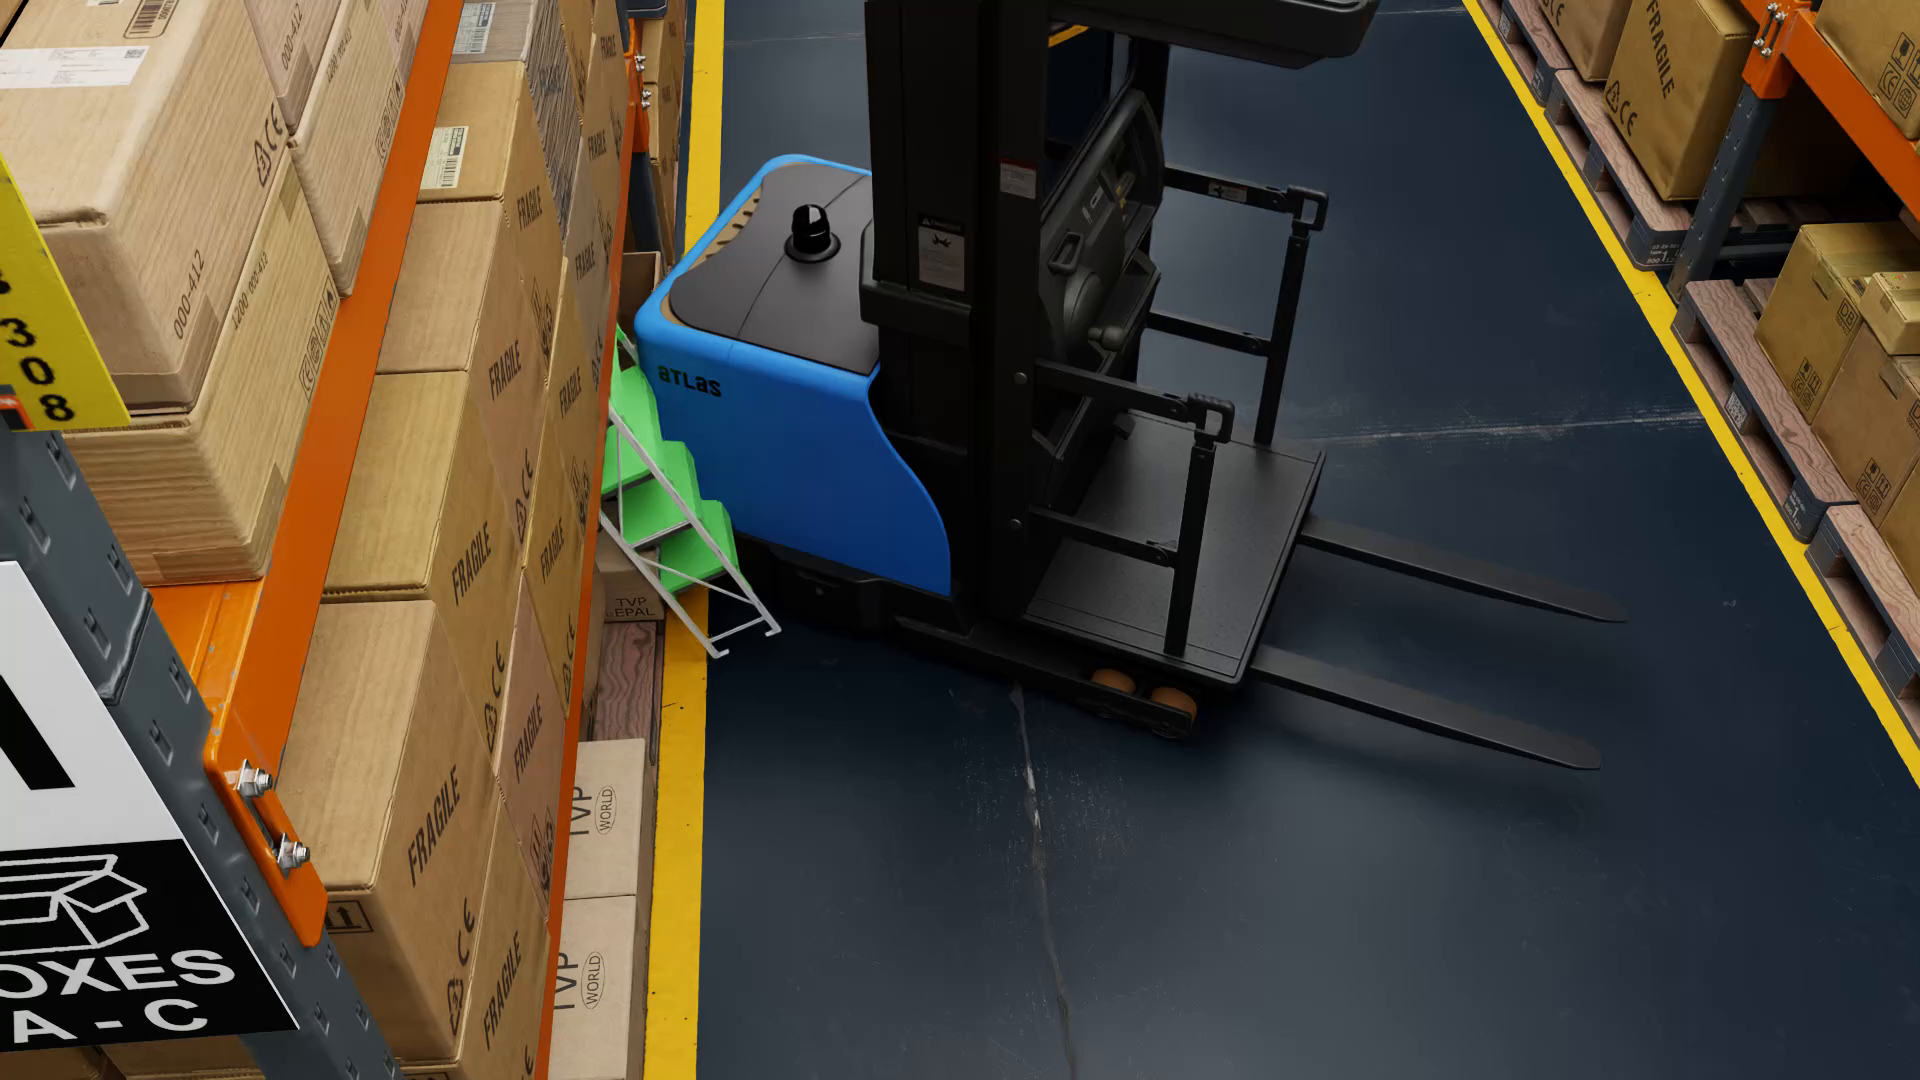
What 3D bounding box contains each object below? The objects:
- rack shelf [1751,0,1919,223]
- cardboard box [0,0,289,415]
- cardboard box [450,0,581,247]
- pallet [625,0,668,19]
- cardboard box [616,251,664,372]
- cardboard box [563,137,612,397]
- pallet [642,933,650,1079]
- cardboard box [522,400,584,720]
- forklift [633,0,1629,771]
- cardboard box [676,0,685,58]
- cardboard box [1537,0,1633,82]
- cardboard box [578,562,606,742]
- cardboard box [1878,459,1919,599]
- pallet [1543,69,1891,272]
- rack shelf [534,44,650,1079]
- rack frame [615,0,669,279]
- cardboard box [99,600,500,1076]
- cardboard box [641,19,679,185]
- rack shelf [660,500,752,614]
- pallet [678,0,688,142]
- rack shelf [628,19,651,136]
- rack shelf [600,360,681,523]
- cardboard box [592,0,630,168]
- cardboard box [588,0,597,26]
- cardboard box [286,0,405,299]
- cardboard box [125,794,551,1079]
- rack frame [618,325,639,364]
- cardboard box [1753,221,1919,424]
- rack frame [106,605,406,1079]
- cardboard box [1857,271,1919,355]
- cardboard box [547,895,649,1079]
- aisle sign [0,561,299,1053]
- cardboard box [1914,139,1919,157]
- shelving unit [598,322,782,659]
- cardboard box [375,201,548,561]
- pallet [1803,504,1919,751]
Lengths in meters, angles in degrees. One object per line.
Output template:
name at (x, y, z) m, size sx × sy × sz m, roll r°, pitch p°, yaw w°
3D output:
rack shelf at (3.517, -0.340, 4.502) m, size 1.077 × 0.370 × 4.000 m, roll -3°, pitch 47°, yaw -3°
cardboard box at (-1.035, -0.376, 1.733) m, size 0.500 × 0.250 × 0.500 m, roll -3°, pitch 47°, yaw -3°
cardboard box at (-1.199, -1.024, 3.896) m, size 0.500 × 0.500 × 0.500 m, roll -3°, pitch 47°, yaw -3°
pallet at (-1.545, -2.249, 5.947) m, size 1.003 × 0.211 × 1.213 m, roll -3°, pitch 47°, yaw -3°
cardboard box at (-1.256, -0.627, 5.697) m, size 0.500 × 0.500 × 0.500 m, roll -3°, pitch 47°, yaw -3°
cardboard box at (-1.199, -0.675, 4.254) m, size 0.500 × 0.500 × 0.500 m, roll -3°, pitch 47°, yaw -2°
pallet at (-1.326, 1.491, 4.193) m, size 1.003 × 0.211 × 1.213 m, roll -3°, pitch 47°, yaw -3°
cardboard box at (-1.114, 0.056, 3.562) m, size 0.500 × 0.500 × 0.500 m, roll -4°, pitch 47°, yaw -3°
forklift at (0.580, -0.834, 4.521) m, size 3.031 × 2.935 × 1.130 m, roll 17°, pitch 49°, yaw 15°
cardboard box at (-1.516, -2.500, 7.471) m, size 0.500 × 0.500 × 0.500 m, roll -5°, pitch 47°, yaw -5°
cardboard box at (3.088, -2.545, 7.286) m, size 0.750 × 0.750 × 0.750 m, roll -2°, pitch 47°, yaw -2°
cardboard box at (-1.424, 0.335, 4.783) m, size 0.797 × 0.503 × 0.637 m, roll -3°, pitch 47°, yaw -3°
cardboard box at (3.389, -0.037, 5.151) m, size 0.700 × 0.500 × 0.500 m, roll -3°, pitch 47°, yaw -2°
pallet at (3.210, -1.629, 7.148) m, size 1.003 × 0.211 × 1.213 m, roll -3°, pitch 47°, yaw -3°
rack shelf at (-1.419, -0.036, 4.214) m, size 1.077 × 0.370 × 4.000 m, roll -3°, pitch 47°, yaw -3°
rack frame at (-1.587, -1.731, 5.323) m, size 1.000 × 3.000 × 0.127 m, roll -3°, pitch 47°, yaw -3°
cardboard box at (-1.026, 0.448, 2.502) m, size 0.500 × 0.500 × 0.500 m, roll -2°, pitch 47°, yaw -2°
cardboard box at (-1.440, -1.772, 6.781) m, size 0.500 × 0.500 × 0.500 m, roll -3°, pitch 47°, yaw -3°
rack shelf at (-0.839, -0.012, 5.310) m, size 0.258 × 0.148 × 0.480 m, roll -23°, pitch 48°, yaw 6°
pallet at (-1.798, -2.243, 7.729) m, size 1.003 × 0.211 × 1.213 m, roll -3°, pitch 47°, yaw -3°
rack shelf at (-1.754, -2.930, 6.955) m, size 1.077 × 0.370 × 4.000 m, roll -3°, pitch 47°, yaw -3°
rack shelf at (-1.002, -0.293, 4.956) m, size 0.258 × 0.148 × 0.480 m, roll -23°, pitch 48°, yaw 6°
cardboard box at (-1.289, -1.419, 4.959) m, size 0.500 × 0.500 × 0.500 m, roll -3°, pitch 47°, yaw -3°
cardboard box at (-1.286, -1.759, 4.592) m, size 0.500 × 0.500 × 0.500 m, roll -3°, pitch 47°, yaw -3°
cardboard box at (-1.070, -0.566, 2.258) m, size 0.500 × 0.250 × 0.500 m, roll -3°, pitch 47°, yaw -3°
cardboard box at (-1.026, 0.792, 2.865) m, size 0.500 × 0.500 × 0.500 m, roll -3°, pitch 47°, yaw -2°
rack frame at (-0.997, -0.363, 5.248) m, size 0.240 × 1.200 × 0.015 m, roll -23°, pitch 48°, yaw 6°
cardboard box at (3.310, -0.772, 5.848) m, size 0.700 × 0.500 × 0.500 m, roll -3°, pitch 47°, yaw -3°
rack frame at (-1.252, 1.163, 2.582) m, size 1.000 × 3.000 × 0.127 m, roll -3°, pitch 47°, yaw -3°
cardboard box at (3.157, -0.736, 5.367) m, size 0.380 × 0.149 × 0.250 m, roll -2°, pitch 47°, yaw -2°
cardboard box at (-1.057, 1.185, 4.152) m, size 0.500 × 0.250 × 0.500 m, roll -3°, pitch 47°, yaw -3°
aisle sign at (-0.953, 0.301, 1.608) m, size 0.394 × 0.787 × 0.004 m, roll -3°, pitch 47°, yaw -3°
cardboard box at (3.434, -1.216, 4.629) m, size 0.980 × 0.700 × 0.700 m, roll -5°, pitch 47°, yaw -4°
shelving unit at (-0.942, -0.190, 5.086) m, size 0.258 × 1.200 × 0.503 m, roll -23°, pitch 48°, yaw 6°
cardboard box at (-1.114, -0.292, 3.203) m, size 0.500 × 0.500 × 0.500 m, roll -3°, pitch 47°, yaw -3°
pallet at (3.440, 0.364, 5.260) m, size 1.003 × 0.211 × 1.213 m, roll -3°, pitch 47°, yaw -3°
